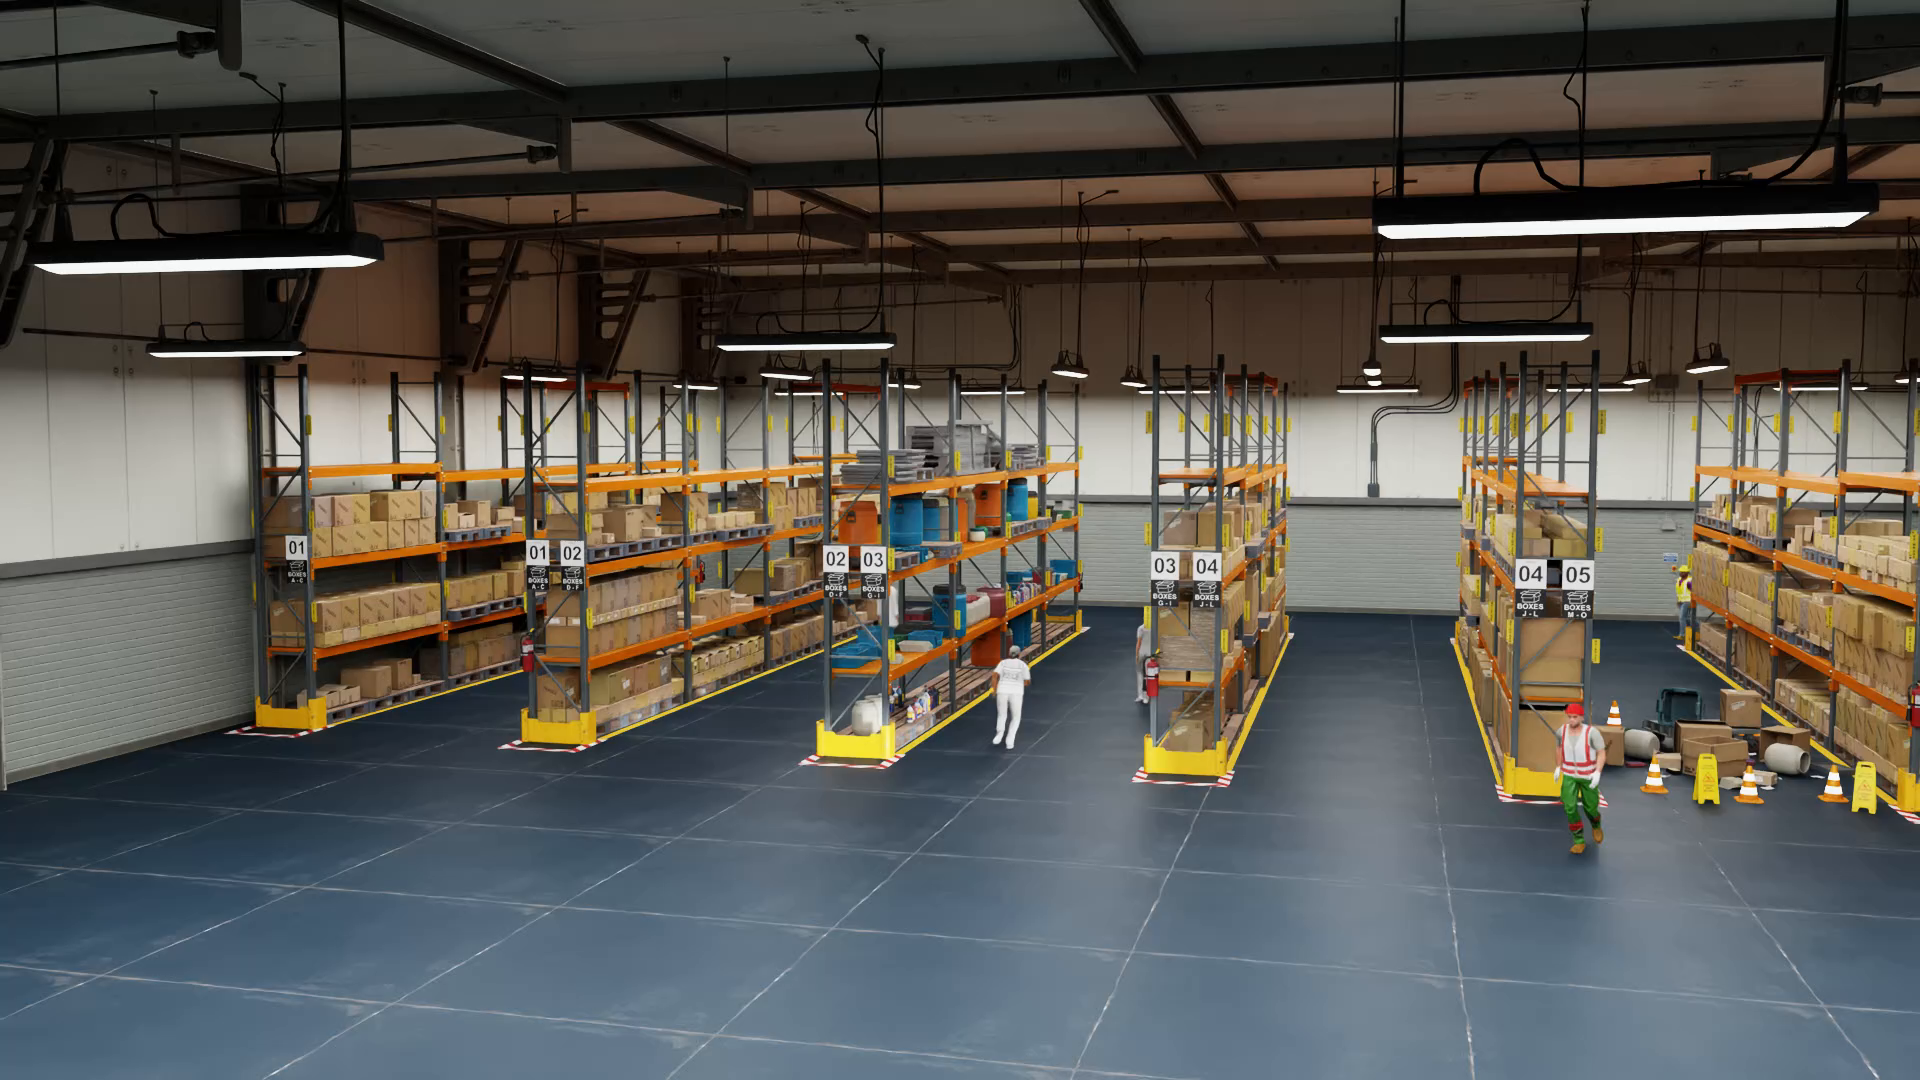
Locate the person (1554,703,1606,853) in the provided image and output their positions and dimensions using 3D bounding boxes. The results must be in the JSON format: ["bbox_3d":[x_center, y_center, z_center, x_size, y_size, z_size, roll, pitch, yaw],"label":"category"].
[{"bbox_3d":[7.338,2.774,19.656,0.604,1.757,0.738,3,5,34],"label":"person"}]

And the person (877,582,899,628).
[{"bbox_3d":[-1.578,1.633,36.033,0.571,1.777,0.627,-4,5,-42],"label":"person"}]

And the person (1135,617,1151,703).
[{"bbox_3d":[3.378,2.131,29.980,0.451,1.713,0.595,1,4,7],"label":"person"}]

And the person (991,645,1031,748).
[{"bbox_3d":[0.802,2.436,26.034,0.585,1.560,0.722,1,4,16],"label":"person"}]

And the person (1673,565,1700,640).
[{"bbox_3d":[17.007,1.450,38.837,0.831,1.743,0.574,0,4,-6],"label":"person"}]
